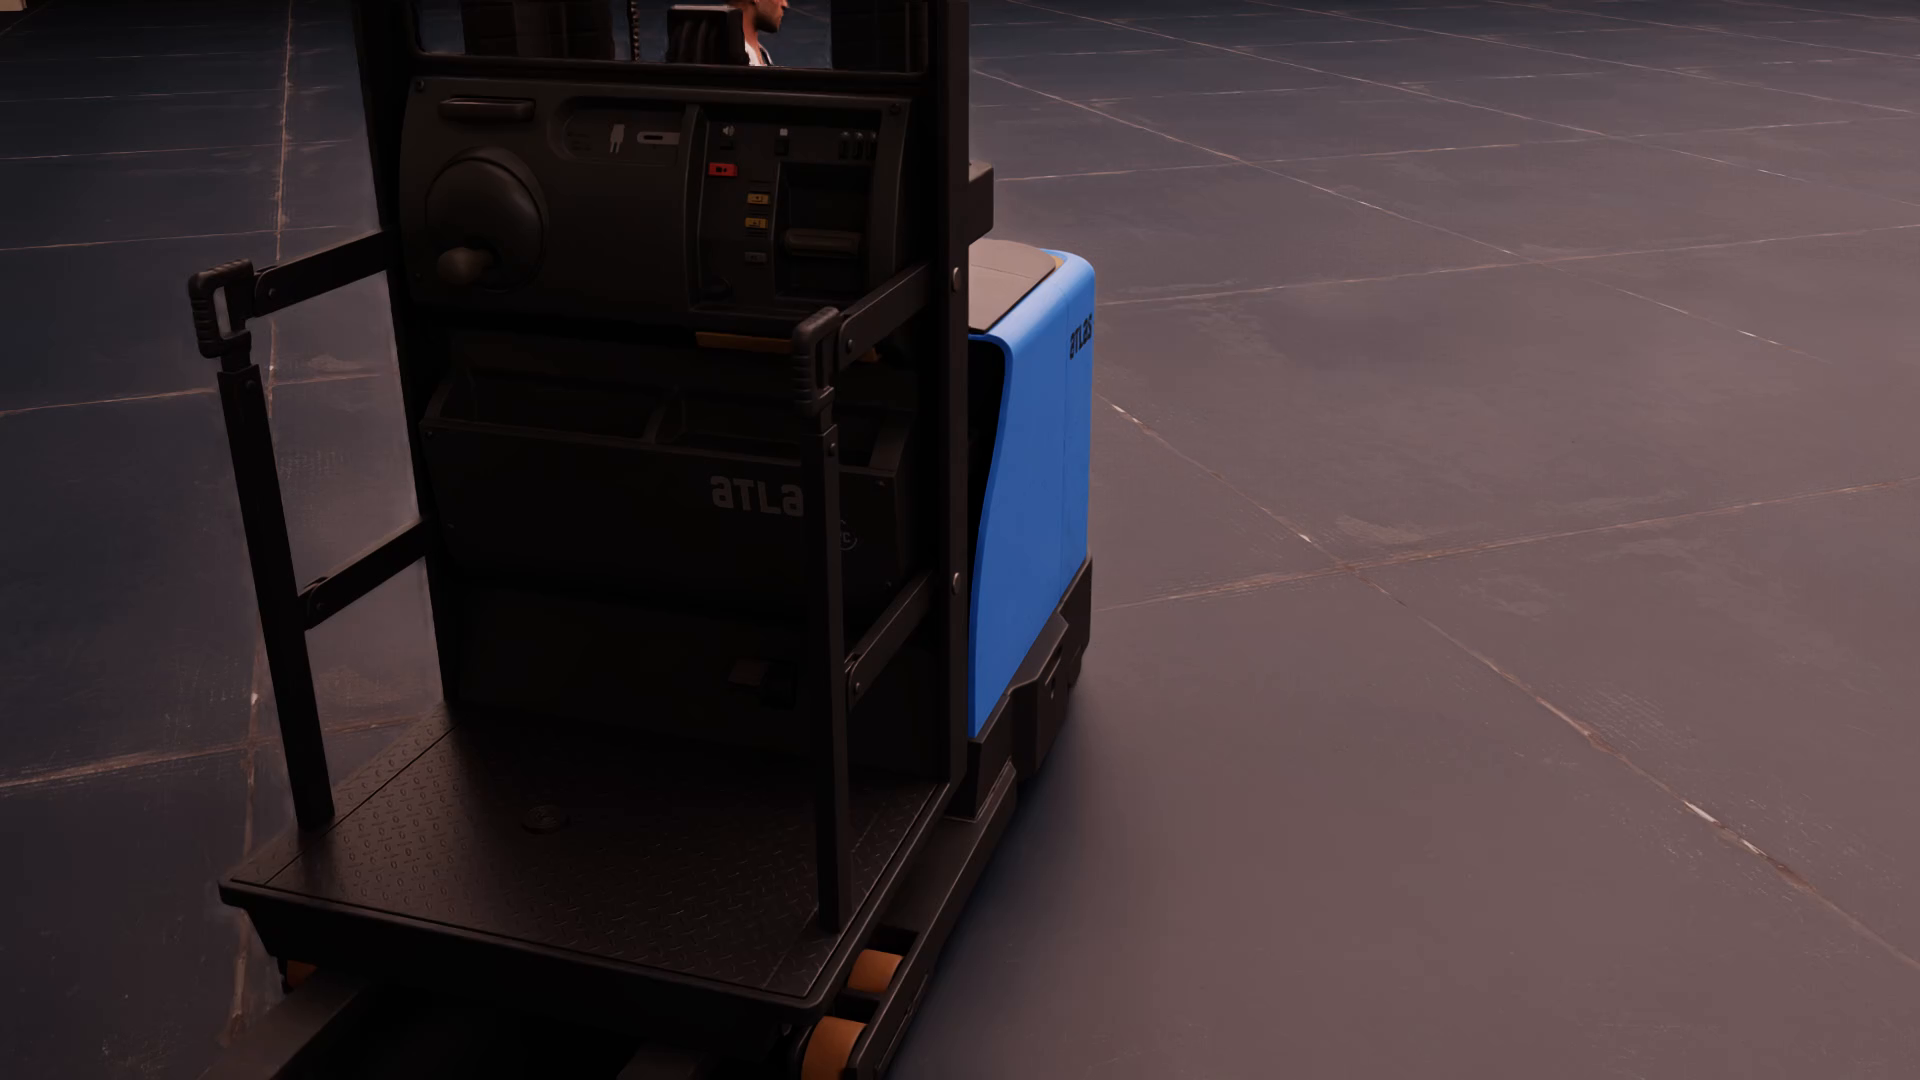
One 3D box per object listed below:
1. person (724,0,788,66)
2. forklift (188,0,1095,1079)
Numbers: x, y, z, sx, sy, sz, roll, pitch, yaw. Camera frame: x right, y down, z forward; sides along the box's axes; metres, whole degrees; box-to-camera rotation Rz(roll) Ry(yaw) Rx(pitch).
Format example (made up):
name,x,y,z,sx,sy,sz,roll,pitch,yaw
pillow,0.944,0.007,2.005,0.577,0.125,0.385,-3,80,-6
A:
name,x,y,z,sx,sy,sz,roll,pitch,yaw
person,-0.748,-0.979,5.251,0.496,1.750,0.893,4,23,9
forklift,-0.594,-0.558,2.625,1.130,2.935,3.031,7,24,16
